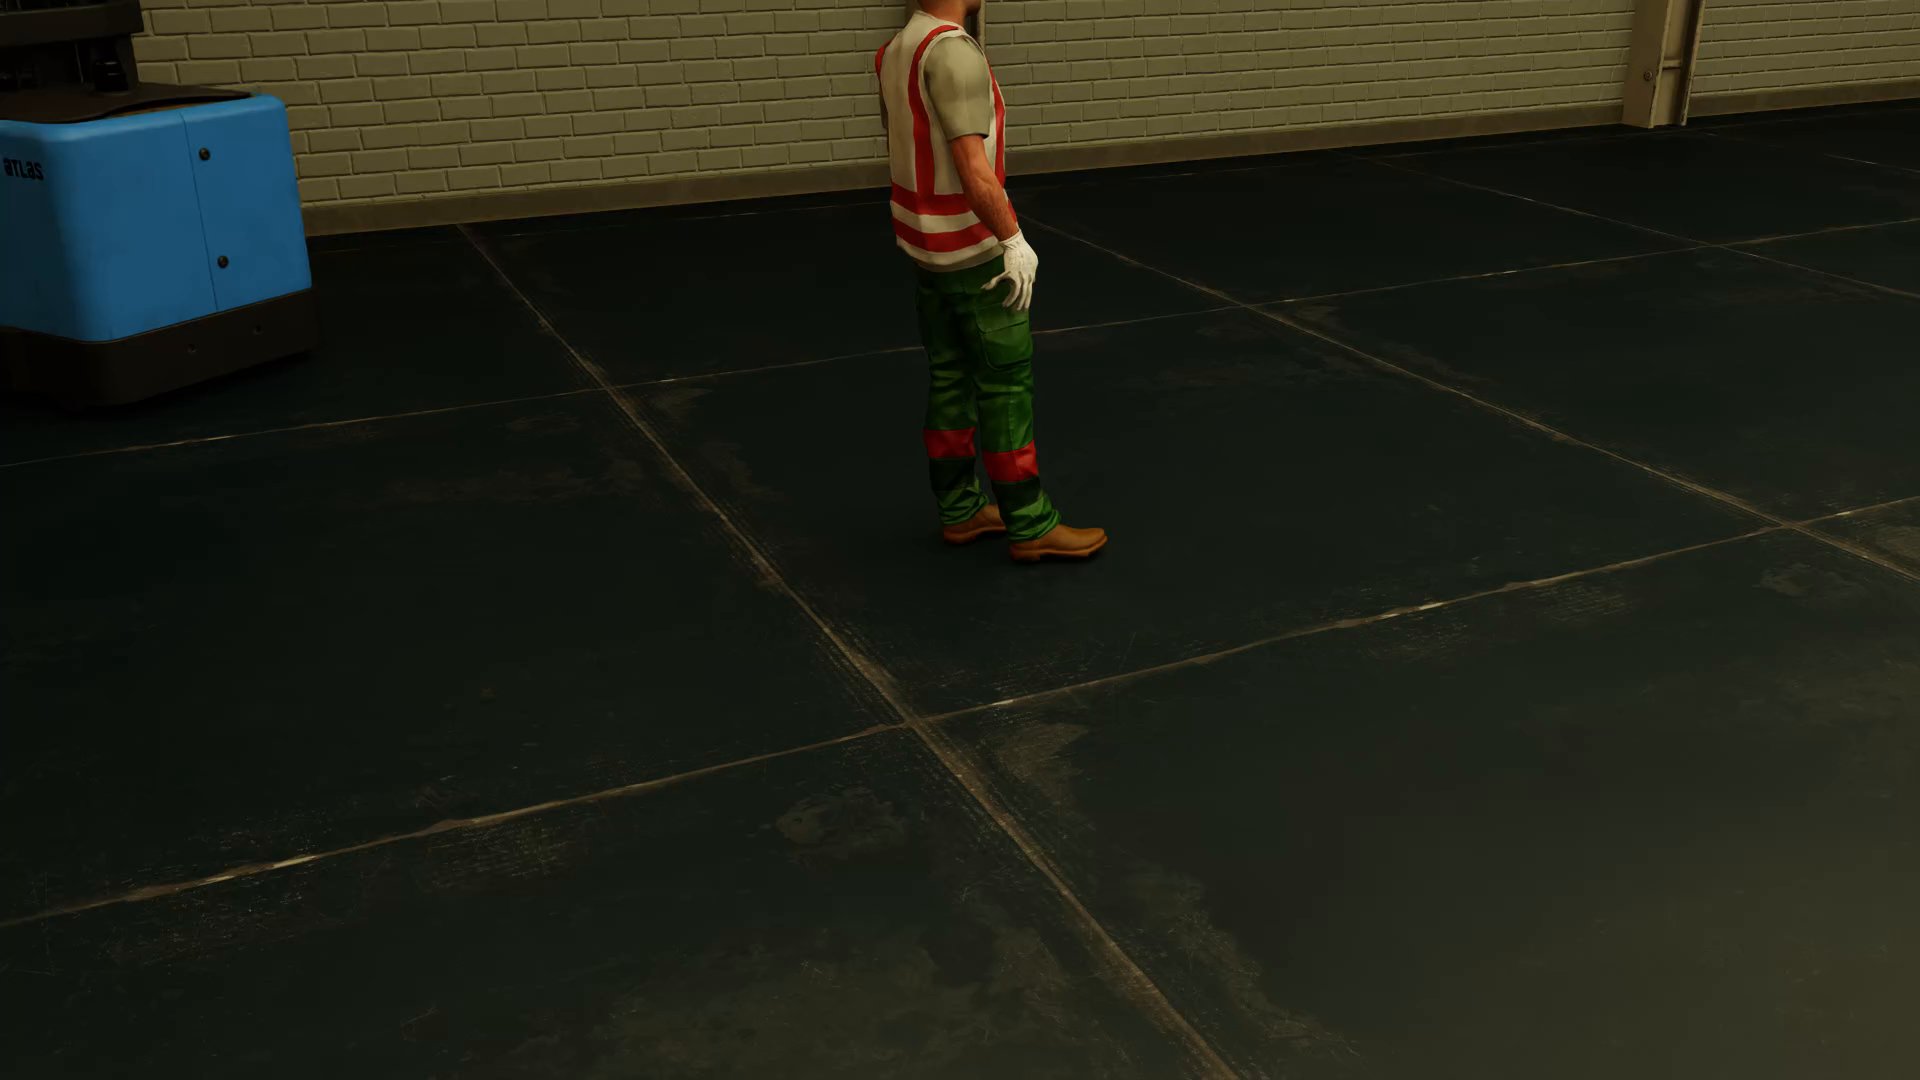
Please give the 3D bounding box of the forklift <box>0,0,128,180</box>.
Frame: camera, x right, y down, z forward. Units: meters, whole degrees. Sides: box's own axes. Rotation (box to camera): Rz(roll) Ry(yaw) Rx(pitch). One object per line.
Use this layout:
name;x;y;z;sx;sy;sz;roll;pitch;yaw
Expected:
forklift;-4.166;-2.222;6.635;3.031;2.935;1.121;12;25;27

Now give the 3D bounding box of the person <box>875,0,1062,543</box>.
person;0.014;-0.832;4.755;0.421;1.689;0.638;-10;25;-23
